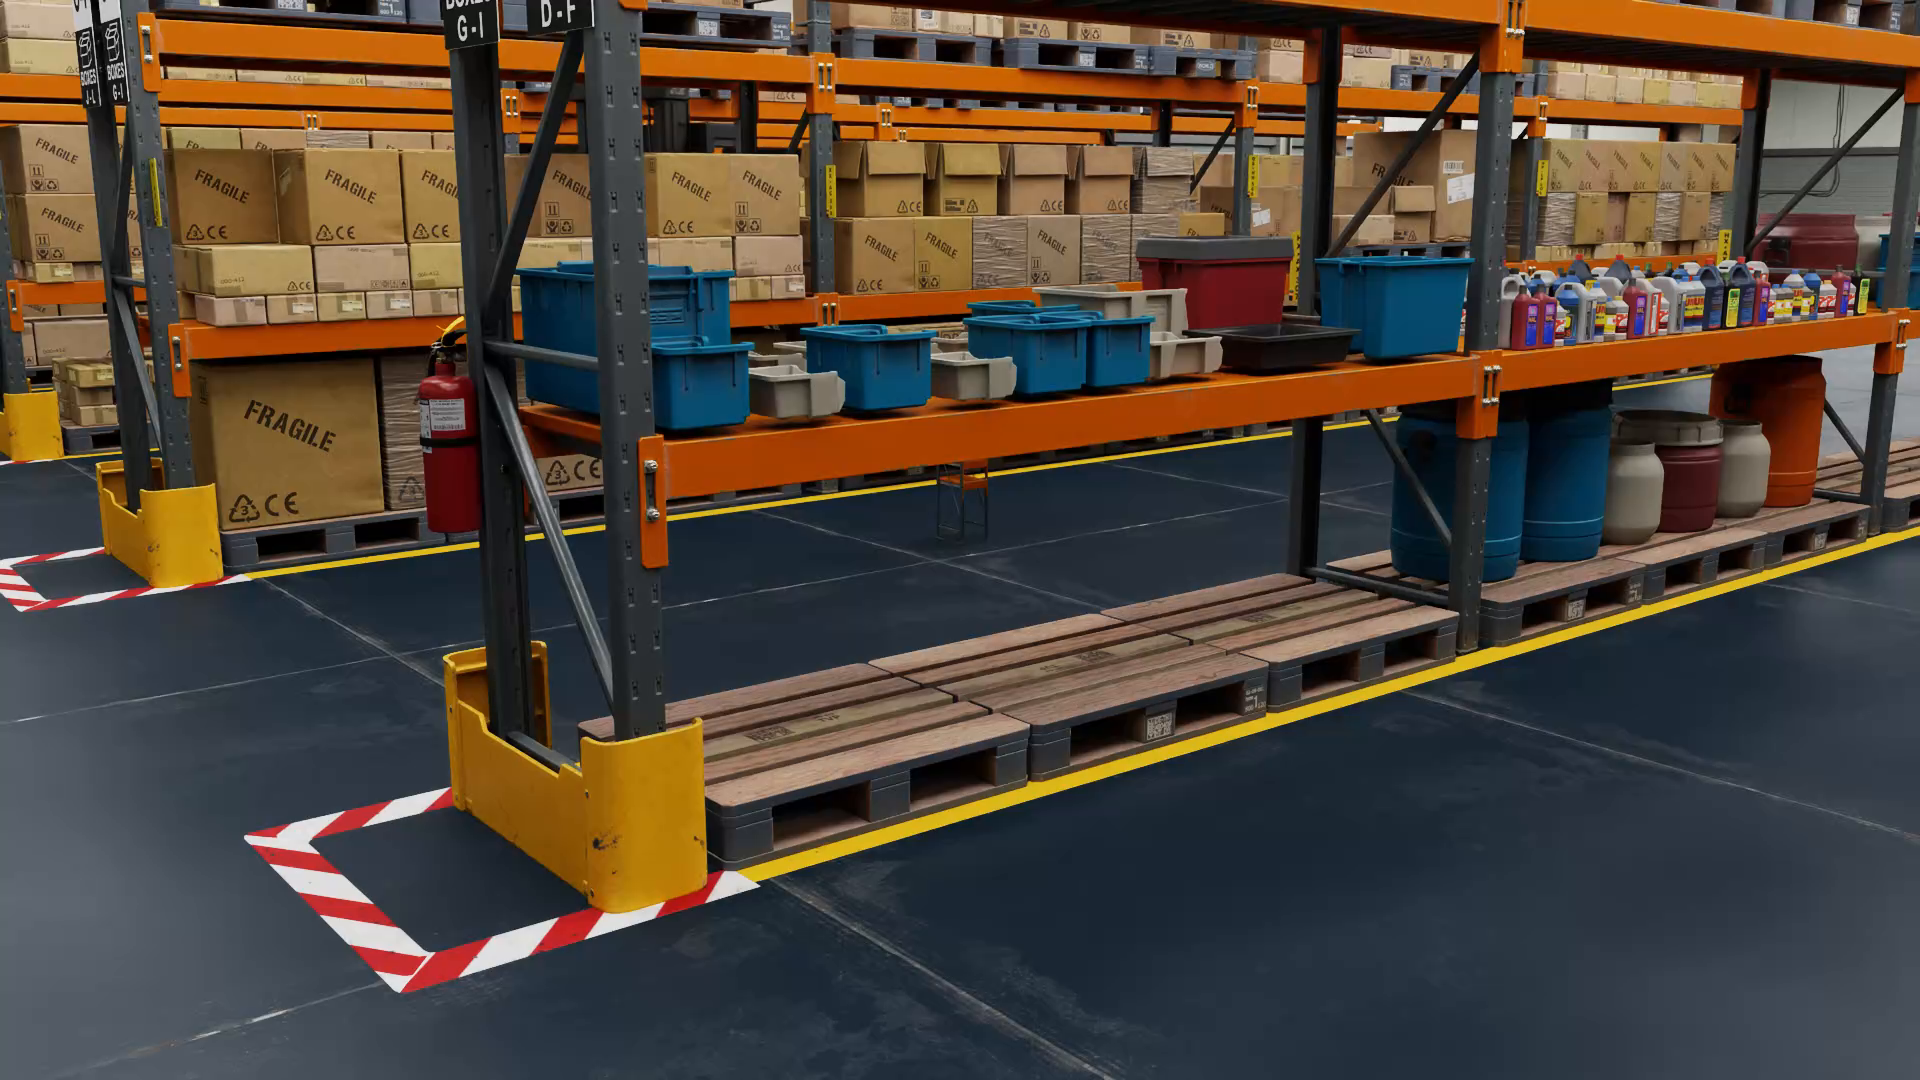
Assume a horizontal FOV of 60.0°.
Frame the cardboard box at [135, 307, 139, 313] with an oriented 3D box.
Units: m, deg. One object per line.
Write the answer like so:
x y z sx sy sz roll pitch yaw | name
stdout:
-10.997 -2.969 21.959 0.258 0.266 0.396 -9 15 -36 | cardboard box

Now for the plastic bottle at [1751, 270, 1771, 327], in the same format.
4.103 -1.244 8.544 0.133 0.283 0.061 -9 15 -38 | plastic bottle

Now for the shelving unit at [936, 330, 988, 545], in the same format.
0.011 -0.589 9.513 0.189 1.200 0.258 -9 15 -38 | shelving unit

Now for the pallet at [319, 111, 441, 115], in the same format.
-6.678 -4.963 19.018 1.217 0.209 0.805 -10 16 -40 | pallet

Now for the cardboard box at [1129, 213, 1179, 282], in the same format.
1.328 -2.255 12.786 0.500 0.500 0.500 -10 15 -38 | cardboard box

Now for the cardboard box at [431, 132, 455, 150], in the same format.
-4.390 -3.251 14.354 0.500 0.500 0.500 -10 16 -40 | cardboard box

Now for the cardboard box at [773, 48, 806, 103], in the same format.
-1.738 -4.525 16.257 0.500 0.500 0.500 -9 15 -38 | cardboard box

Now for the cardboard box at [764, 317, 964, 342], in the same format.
-0.685 -1.107 11.726 0.875 0.875 1.225 -9 15 -37 | cardboard box

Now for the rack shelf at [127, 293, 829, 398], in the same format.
-2.734 -1.243 9.995 4.000 0.370 1.077 -9 15 -38 | rack shelf

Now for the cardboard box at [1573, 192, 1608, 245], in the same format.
5.877 -3.195 16.496 0.500 0.500 0.875 -9 15 -38 | cardboard box

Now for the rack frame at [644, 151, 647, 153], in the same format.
-4.240 -3.981 21.156 0.127 3.000 1.000 -9 15 -38 | rack frame

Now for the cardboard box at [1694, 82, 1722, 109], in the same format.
7.592 -4.637 17.384 0.500 0.250 0.500 -9 15 -37 | cardboard box

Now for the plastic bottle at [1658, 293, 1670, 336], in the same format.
3.352 -1.083 7.988 0.097 0.201 0.097 0 12 0 | plastic bottle

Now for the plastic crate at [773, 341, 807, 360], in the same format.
-0.443 -0.603 5.739 0.243 0.136 0.396 -9 15 -38 | plastic crate

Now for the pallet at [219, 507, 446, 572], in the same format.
-3.720 -0.088 9.536 1.213 0.211 1.003 -9 15 -38 | pallet

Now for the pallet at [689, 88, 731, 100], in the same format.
-2.835 -4.246 15.633 1.003 0.211 1.213 -9 15 -38 | pallet

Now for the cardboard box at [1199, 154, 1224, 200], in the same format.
2.721 -4.445 20.378 0.550 0.550 0.875 -9 15 -38 | cardboard box

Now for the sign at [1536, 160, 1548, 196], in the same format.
5.424 -3.370 15.489 0.005 0.325 0.100 -9 15 -38 | sign

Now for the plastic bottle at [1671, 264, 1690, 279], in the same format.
4.074 -1.423 9.420 0.097 0.271 0.097 0 12 0 | plastic bottle

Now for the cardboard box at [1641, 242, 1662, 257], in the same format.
6.999 -3.007 17.173 0.250 0.149 0.380 -9 15 -38 | cardboard box

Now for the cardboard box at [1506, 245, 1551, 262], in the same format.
5.430 -2.749 15.959 0.250 0.149 0.380 -9 15 -38 | cardboard box

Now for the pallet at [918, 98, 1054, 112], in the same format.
0.272 -4.804 18.265 1.213 0.211 1.003 -9 15 -35 | pallet

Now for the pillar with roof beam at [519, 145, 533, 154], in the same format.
-4.199 -7.338 22.519 0.400 9.000 9.100 -9 15 -38 | pillar with roof beam

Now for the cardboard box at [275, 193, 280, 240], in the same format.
-5.606 -2.564 13.523 0.500 0.500 0.500 -10 16 -39 | cardboard box

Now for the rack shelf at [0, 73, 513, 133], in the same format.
-5.754 -3.528 13.534 4.000 0.370 1.077 -9 15 -38 | rack shelf

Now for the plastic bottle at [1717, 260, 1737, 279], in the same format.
4.505 -1.506 9.799 0.135 0.276 0.152 -9 15 -38 | plastic bottle

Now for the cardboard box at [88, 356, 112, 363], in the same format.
-6.828 -1.388 13.366 0.250 0.149 0.380 -9 15 -37 | cardboard box

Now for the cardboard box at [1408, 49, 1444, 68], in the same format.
3.910 -4.449 14.877 0.637 0.503 0.797 -9 15 -35 | cardboard box

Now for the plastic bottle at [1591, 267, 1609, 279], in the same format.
3.422 -1.326 8.952 0.135 0.276 0.152 -9 15 -38 | plastic bottle

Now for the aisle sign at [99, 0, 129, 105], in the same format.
-4.165 -2.550 8.155 0.004 0.787 0.394 -9 15 -38 | aisle sign

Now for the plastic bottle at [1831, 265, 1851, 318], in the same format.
4.816 -1.362 9.102 0.133 0.283 0.061 -9 15 -38 | plastic bottle

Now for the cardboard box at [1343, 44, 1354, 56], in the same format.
2.877 -4.219 13.611 0.500 0.500 0.500 -9 15 -37 | cardboard box

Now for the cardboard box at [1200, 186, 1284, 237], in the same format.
2.348 -2.705 13.893 0.500 0.500 0.500 11 16 43 | cardboard box

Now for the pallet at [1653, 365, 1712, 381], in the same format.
7.482 -1.938 18.249 1.213 0.211 1.003 -9 15 -38 | pallet

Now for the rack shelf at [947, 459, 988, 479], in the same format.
0.011 -0.428 9.547 0.180 0.103 0.258 -9 15 -38 | rack shelf

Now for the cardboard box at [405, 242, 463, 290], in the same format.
-2.956 -1.560 9.397 0.500 0.250 0.500 -10 16 -40 | cardboard box

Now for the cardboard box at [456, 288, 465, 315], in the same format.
-2.810 -1.373 9.477 0.250 0.149 0.380 -10 15 -38 | cardboard box

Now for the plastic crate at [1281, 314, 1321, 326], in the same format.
1.469 -0.915 7.205 0.243 0.136 0.396 -9 15 -38 | plastic crate

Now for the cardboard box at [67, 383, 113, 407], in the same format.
-6.746 -1.136 12.894 0.250 0.149 0.380 -9 15 -35 | cardboard box

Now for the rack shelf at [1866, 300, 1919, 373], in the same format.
6.607 -1.478 11.101 4.000 0.370 1.077 -9 15 -38 | rack shelf

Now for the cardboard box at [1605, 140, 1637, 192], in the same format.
6.365 -3.724 16.579 0.500 0.500 0.500 -9 15 -38 | cardboard box

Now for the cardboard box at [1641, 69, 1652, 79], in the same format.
6.695 -4.688 16.666 0.250 0.149 0.380 -9 15 -36 | cardboard box

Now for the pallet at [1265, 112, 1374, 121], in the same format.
4.606 -5.556 21.562 1.213 0.211 1.003 -9 15 -38 | pallet

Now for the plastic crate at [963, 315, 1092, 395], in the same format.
0.225 -0.629 5.630 0.300 0.233 0.416 -9 15 -38 | plastic crate

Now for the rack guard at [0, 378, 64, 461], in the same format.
-7.256 -0.941 12.855 0.348 0.500 1.175 -9 15 -38 | rack guard

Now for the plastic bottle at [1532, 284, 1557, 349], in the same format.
2.579 -0.990 7.351 0.133 0.283 0.061 -9 15 -38 | plastic bottle

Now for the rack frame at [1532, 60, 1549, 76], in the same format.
5.075 -5.828 15.408 0.127 3.000 1.000 -9 15 -38 | rack frame

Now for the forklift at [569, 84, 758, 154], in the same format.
-2.347 -2.387 13.813 1.130 2.935 3.031 6 13 26 | forklift

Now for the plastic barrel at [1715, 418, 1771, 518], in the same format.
4.289 -0.405 9.293 0.421 0.512 0.421 0 12 0 | plastic barrel

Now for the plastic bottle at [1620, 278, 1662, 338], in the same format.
3.244 -1.109 7.930 0.135 0.276 0.152 -9 15 -38 | plastic bottle

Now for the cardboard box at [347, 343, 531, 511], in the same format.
-3.135 -0.716 9.884 0.875 0.875 0.875 -9 15 -38 | cardboard box

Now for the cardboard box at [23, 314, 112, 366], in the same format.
-9.324 -2.117 17.536 0.875 0.438 0.875 -9 15 -36 | cardboard box

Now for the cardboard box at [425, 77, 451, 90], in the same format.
-4.407 -3.959 14.191 0.500 0.250 0.500 -9 15 -36 | cardboard box

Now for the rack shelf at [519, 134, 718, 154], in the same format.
-5.782 -6.161 25.931 4.000 0.370 1.077 -9 15 -38 | rack shelf
